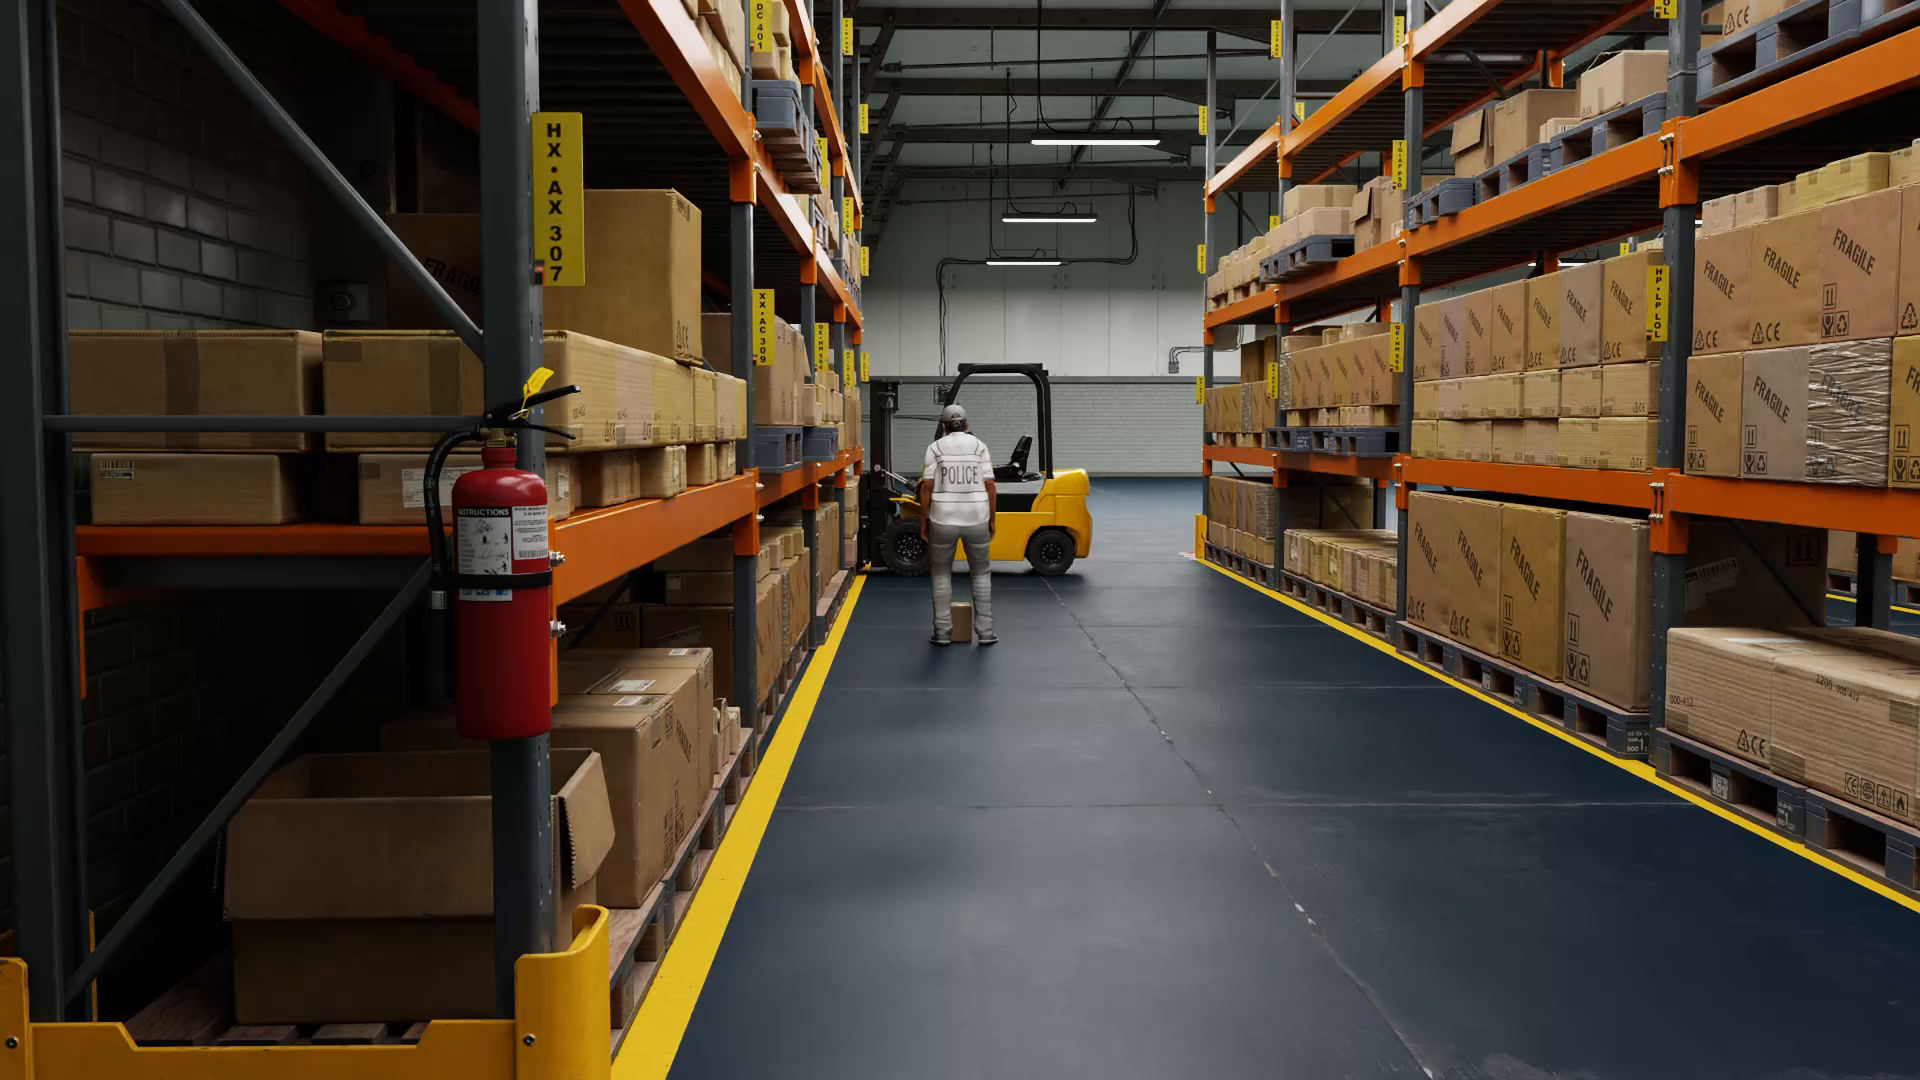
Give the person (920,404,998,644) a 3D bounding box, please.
[{"bbox_3d":[-0.001,-0.109,11.563,0.554,1.666,0.472,0,4,-5],"label":"person"}]
